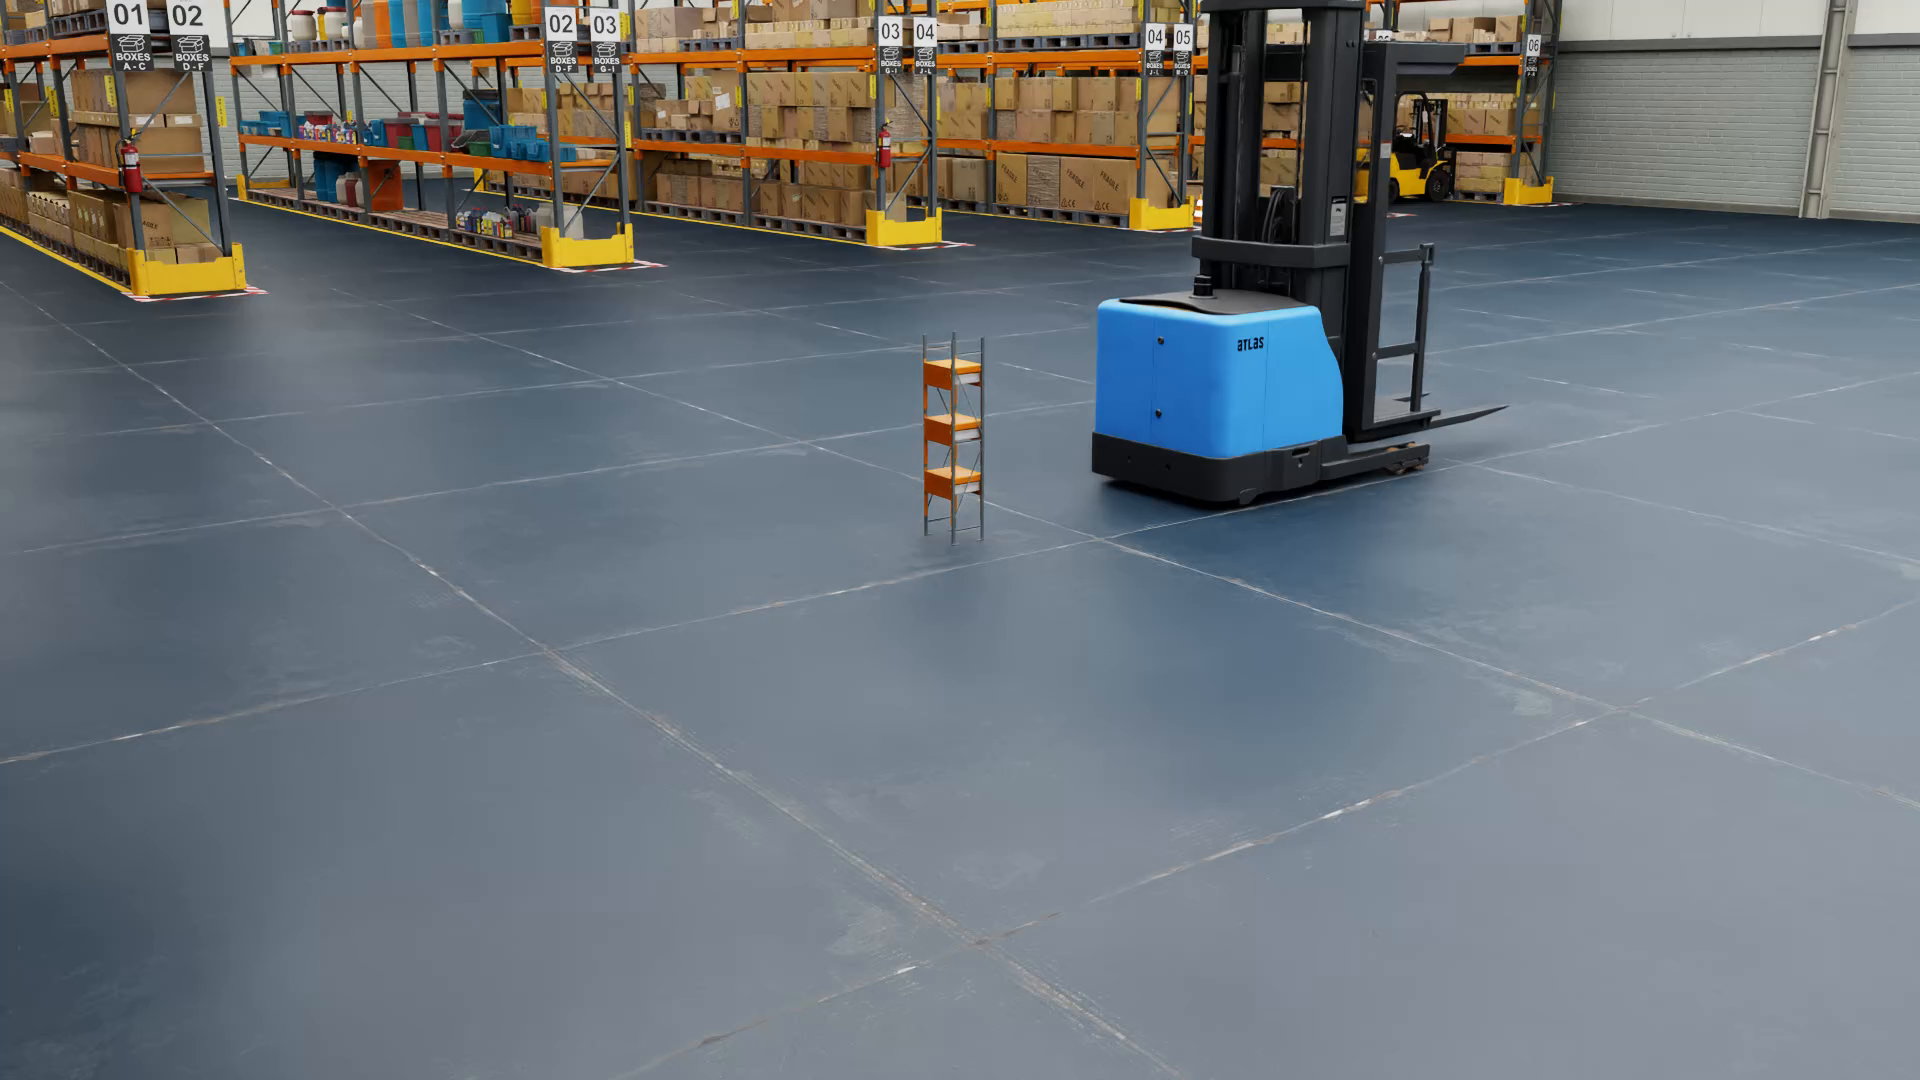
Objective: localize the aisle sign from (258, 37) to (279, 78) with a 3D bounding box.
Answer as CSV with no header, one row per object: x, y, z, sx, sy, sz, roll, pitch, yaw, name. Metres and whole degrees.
-13.998,-9.794,33.753,0.394,0.787,0.004,-11,19,-35,aisle sign

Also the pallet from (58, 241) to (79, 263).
-11.611,-3.955,22.626,1.003,0.211,1.213,-11,19,-35,pallet

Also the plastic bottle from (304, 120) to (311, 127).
-11.872,-7.467,30.269,0.144,0.351,0.185,-11,19,-35,plastic bottle

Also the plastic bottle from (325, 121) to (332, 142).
-10.991,-7.120,29.000,0.144,0.351,0.185,-11,19,-35,plastic bottle

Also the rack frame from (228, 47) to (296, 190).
-14.193,-8.479,33.874,1.000,3.000,0.127,-11,19,-35,rack frame

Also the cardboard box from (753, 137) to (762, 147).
-3.111,-6.416,26.813,0.380,0.149,0.250,-11,19,-35,cardboard box

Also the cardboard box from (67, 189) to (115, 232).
-11.126,-4.239,21.374,0.500,0.500,0.500,-11,19,-35,cardboard box

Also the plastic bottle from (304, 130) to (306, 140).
-11.809,-7.334,30.067,0.097,0.201,0.097,0,15,0,plastic bottle

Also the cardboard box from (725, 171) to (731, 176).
-5.145,-8.334,37.948,0.380,0.149,0.250,-11,19,-35,cardboard box

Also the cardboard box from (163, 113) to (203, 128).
-8.850,-4.773,18.914,0.380,0.149,0.250,-11,19,-35,cardboard box

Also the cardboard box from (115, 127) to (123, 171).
-9.371,-4.556,19.350,0.700,0.500,0.500,-10,18,-33,cardboard box

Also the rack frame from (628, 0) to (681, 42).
-5.482,-10.433,29.649,1.000,3.000,0.127,-11,19,-35,rack frame

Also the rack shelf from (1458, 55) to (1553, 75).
10.074,-9.668,33.897,1.077,0.370,4.000,-11,19,-35,rack shelf

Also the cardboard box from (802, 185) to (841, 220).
-2.156,-5.349,26.378,0.500,0.500,0.500,-13,20,-39,cardboard box

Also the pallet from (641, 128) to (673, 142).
-4.977,-7.311,29.971,1.213,0.211,1.003,-11,19,-35,pallet

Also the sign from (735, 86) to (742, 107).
-3.577,-7.157,26.850,0.100,0.325,0.005,-11,19,-35,sign

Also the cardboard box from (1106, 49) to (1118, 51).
3.453,-10.253,34.478,0.797,0.503,0.637,-11,19,-35,cardboard box

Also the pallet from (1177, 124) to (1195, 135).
4.554,-8.317,33.644,1.003,0.211,1.213,-11,19,-35,pallet

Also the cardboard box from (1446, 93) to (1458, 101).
10.038,-8.946,33.598,0.380,0.149,0.250,-10,18,-33,cardboard box

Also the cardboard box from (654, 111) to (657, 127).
-5.548,-7.734,30.961,0.500,0.500,0.500,-10,18,-33,cardboard box

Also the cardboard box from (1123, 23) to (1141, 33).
2.823,-8.174,26.569,0.380,0.149,0.250,-11,19,-35,cardboard box

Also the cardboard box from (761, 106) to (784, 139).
-2.650,-6.659,26.472,0.875,0.500,0.500,-11,19,-35,cardboard box

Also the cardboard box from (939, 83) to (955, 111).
0.043,-8.287,31.088,0.700,0.500,0.500,-11,19,-34,cardboard box

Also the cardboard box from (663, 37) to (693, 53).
-4.800,-8.556,28.757,0.500,0.250,0.500,-10,18,-33,cardboard box

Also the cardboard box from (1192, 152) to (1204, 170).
5.838,-9.011,39.758,0.500,0.500,0.500,-11,19,-35,cardboard box

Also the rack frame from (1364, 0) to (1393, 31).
7.237,-10.263,29.028,1.000,3.000,0.127,-11,19,-35,rack frame

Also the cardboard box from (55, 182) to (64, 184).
-14.749,-5.588,27.214,0.500,0.500,0.500,-11,19,-34,cardboard box

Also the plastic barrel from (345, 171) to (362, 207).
-10.454,-6.153,29.148,0.600,0.588,0.708,-11,19,-35,plastic barrel

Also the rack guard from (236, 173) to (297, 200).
-14.217,-7.276,34.215,1.175,0.500,0.348,-11,19,-35,rack guard

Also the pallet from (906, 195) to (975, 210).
-0.295,-6.503,31.934,1.003,0.211,1.213,-11,19,-35,pallet

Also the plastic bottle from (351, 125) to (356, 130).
-10.847,-7.291,29.777,0.097,0.271,0.097,0,15,0,plastic bottle

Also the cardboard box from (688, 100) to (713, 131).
-4.225,-7.294,28.551,0.797,0.503,0.637,-9,18,-29,cardboard box

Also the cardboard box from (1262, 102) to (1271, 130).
5.831,-7.960,31.226,0.500,0.500,0.500,-11,19,-34,cardboard box

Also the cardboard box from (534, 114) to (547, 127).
-8.306,-8.518,33.738,0.500,0.250,0.500,-11,19,-36,cardboard box

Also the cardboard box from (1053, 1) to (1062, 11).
1.775,-8.939,27.854,0.380,0.149,0.250,-11,19,-35,cardboard box

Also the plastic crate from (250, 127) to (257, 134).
-13.793,-8.051,32.695,0.250,0.136,0.298,-11,19,-35,plastic crate

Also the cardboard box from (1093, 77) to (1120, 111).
2.708,-7.361,27.459,0.875,0.550,0.550,-11,19,-35,cardboard box

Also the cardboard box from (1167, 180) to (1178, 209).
3.600,-6.411,30.791,0.797,0.637,0.503,-11,19,-35,cardboard box

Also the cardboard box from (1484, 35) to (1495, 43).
10.517,-9.847,32.680,0.380,0.149,0.250,-12,19,-36,cardboard box

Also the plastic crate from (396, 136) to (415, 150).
-8.389,-6.142,25.738,0.450,0.188,0.662,-11,19,-35,plastic crate

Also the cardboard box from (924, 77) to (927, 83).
-0.626,-10.971,39.665,0.380,0.149,0.250,-11,19,-35,cardboard box

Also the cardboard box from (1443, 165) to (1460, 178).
10.104,-7.529,33.870,0.500,0.250,0.500,-11,19,-36,cardboard box

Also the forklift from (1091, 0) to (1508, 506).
2.234,-1.901,9.968,3.031,2.935,1.130,-12,19,-38,forklift

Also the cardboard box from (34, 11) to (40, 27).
-12.863,-7.382,23.674,0.500,0.250,0.500,-10,18,-33,cardboard box

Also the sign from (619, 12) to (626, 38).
-4.337,-6.598,21.302,0.100,0.325,0.005,-11,19,-35,sign

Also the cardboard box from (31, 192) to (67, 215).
-13.112,-4.881,24.079,0.500,0.311,0.500,-11,19,-36,cardboard box

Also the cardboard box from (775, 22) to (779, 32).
-2.655,-7.982,25.903,0.380,0.149,0.250,-10,18,-33,cardboard box

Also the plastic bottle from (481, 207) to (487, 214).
-6.881,-4.637,24.020,0.144,0.351,0.185,-11,19,-35,plastic bottle

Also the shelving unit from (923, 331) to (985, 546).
-0.031,-0.518,8.479,0.215,1.050,0.252,-11,19,-35,shelving unit

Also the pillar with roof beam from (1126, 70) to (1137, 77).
1.032,-13.217,39.821,9.100,9.000,0.400,-11,19,-35,pillar with roof beam

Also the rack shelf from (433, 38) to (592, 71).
-5.961,-6.589,22.650,1.077,0.370,4.000,-11,19,-35,rack shelf

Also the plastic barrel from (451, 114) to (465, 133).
-7.522,-6.221,25.364,0.433,0.535,0.433,0,15,0,plastic barrel

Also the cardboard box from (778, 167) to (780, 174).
-3.939,-8.280,37.188,0.380,0.149,0.250,-11,19,-34,cardboard box
